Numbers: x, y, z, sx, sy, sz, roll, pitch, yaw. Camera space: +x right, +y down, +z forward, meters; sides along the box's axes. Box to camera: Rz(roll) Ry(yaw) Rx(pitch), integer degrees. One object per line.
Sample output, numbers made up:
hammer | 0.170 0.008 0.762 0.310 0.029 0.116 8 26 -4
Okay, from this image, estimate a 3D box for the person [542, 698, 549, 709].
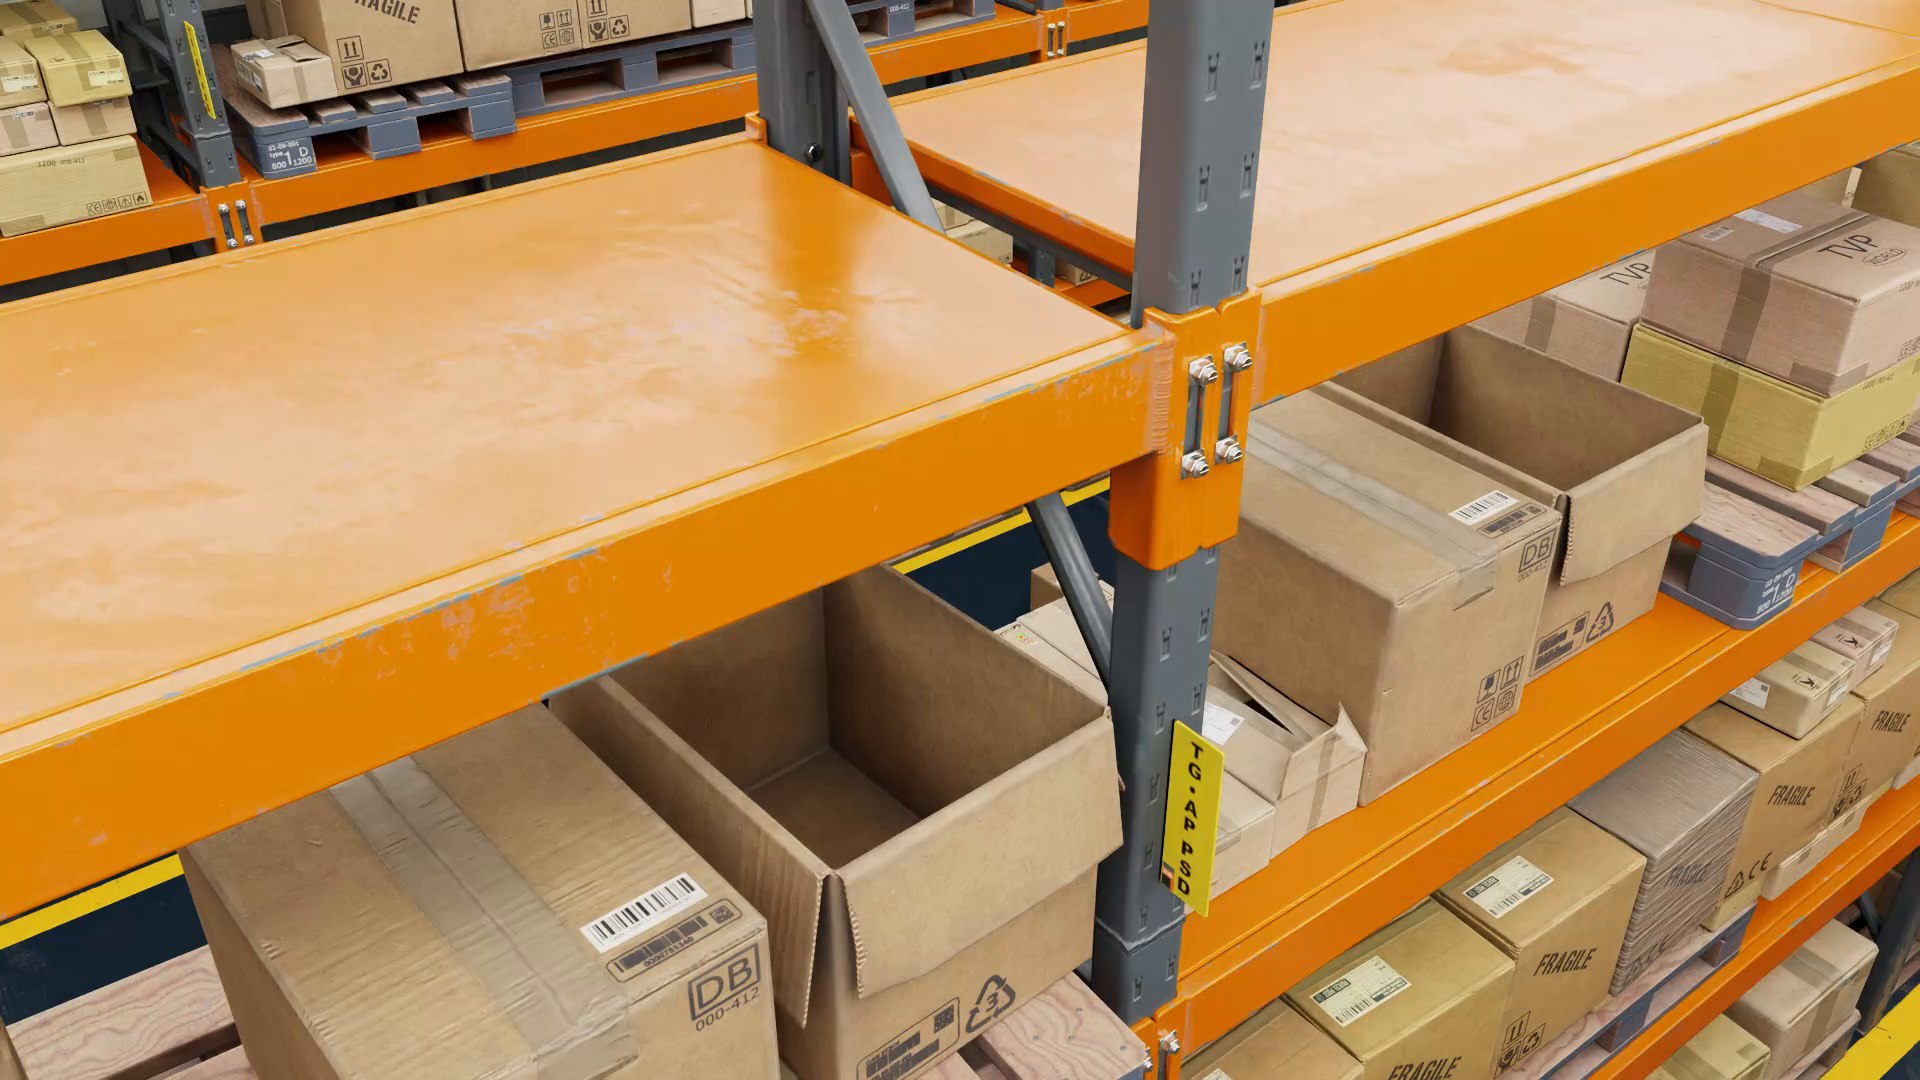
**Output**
person | -1.602 0.581 6.907 0.364 1.632 0.482 -24 40 -33
